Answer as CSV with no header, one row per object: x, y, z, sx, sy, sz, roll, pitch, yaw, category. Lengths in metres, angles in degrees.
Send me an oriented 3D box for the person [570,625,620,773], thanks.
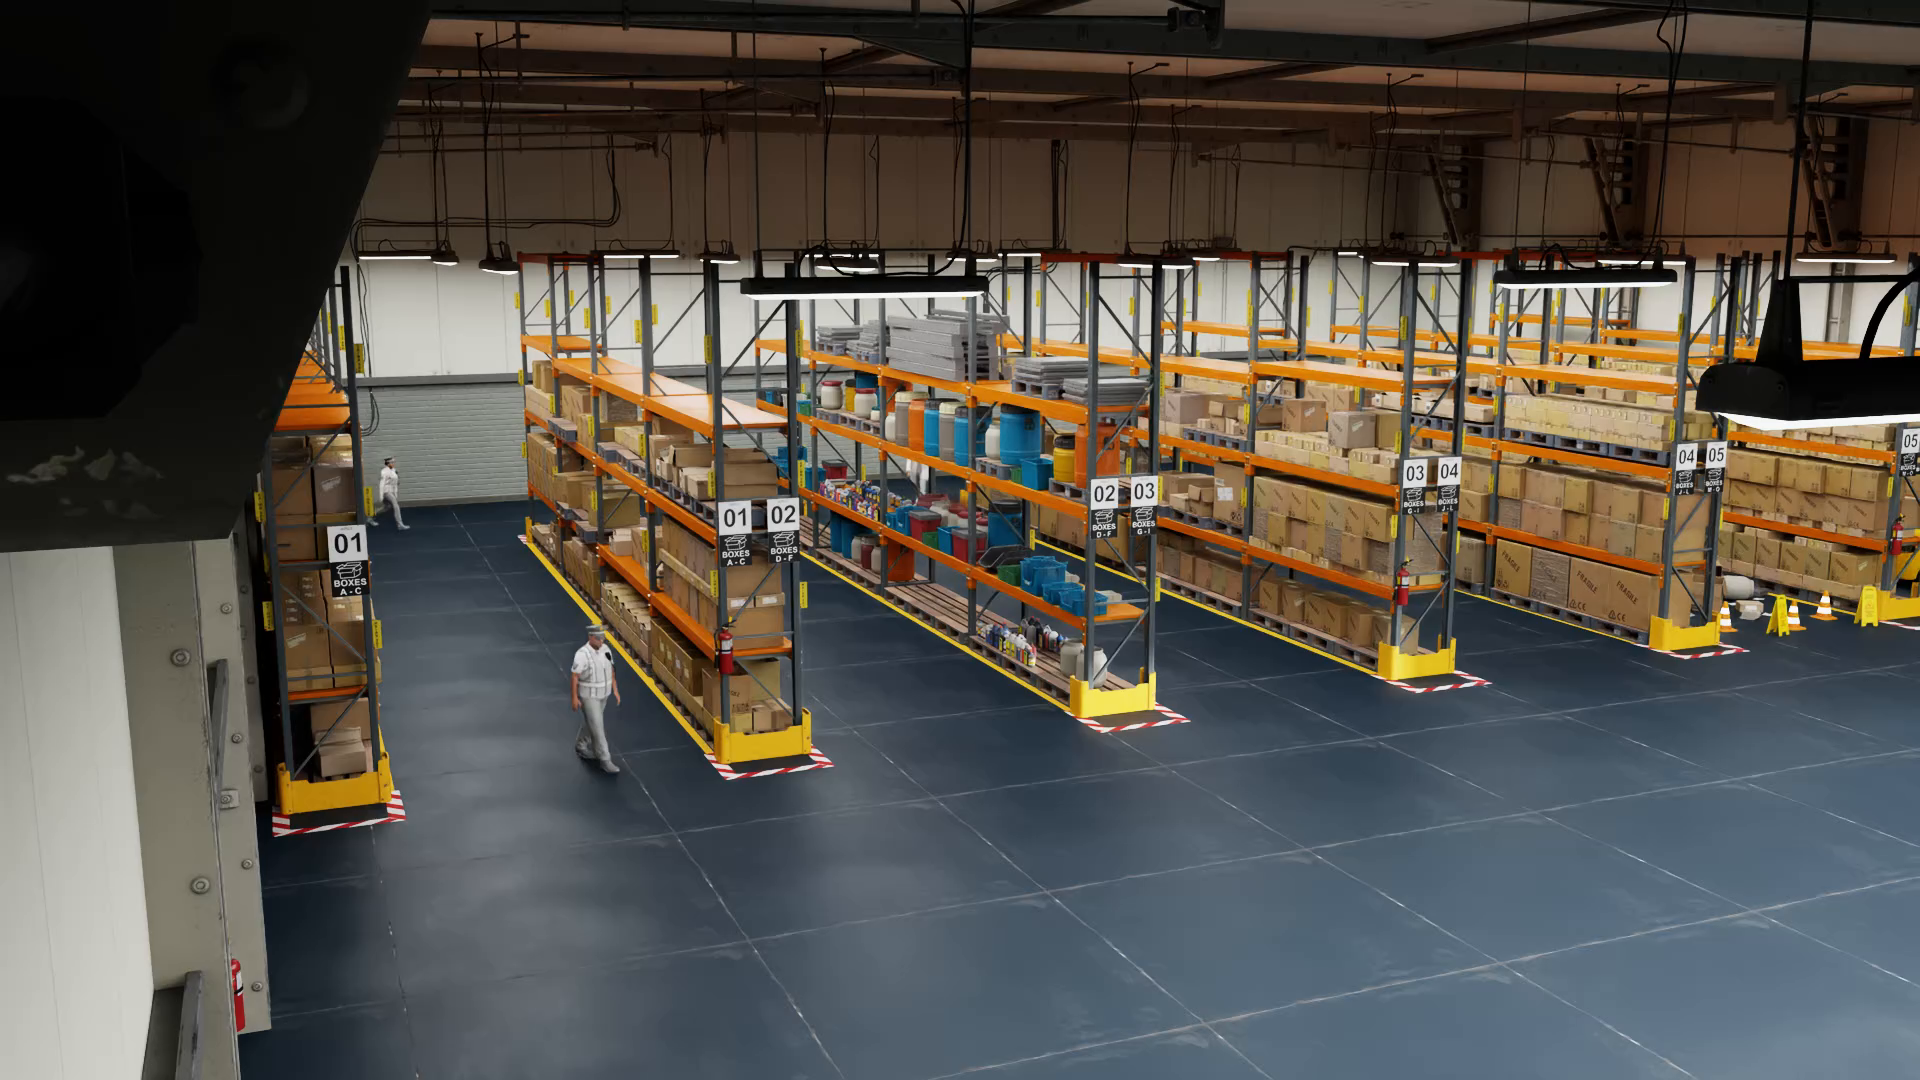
-4.363,1.857,20.014,0.945,1.706,0.572,6,12,28,person

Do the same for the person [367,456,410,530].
-12.465,-1.036,36.163,1.035,1.618,0.452,1,10,4,person

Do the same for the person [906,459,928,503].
-0.946,-1.611,38.957,0.591,1.720,1.201,1,10,6,person
